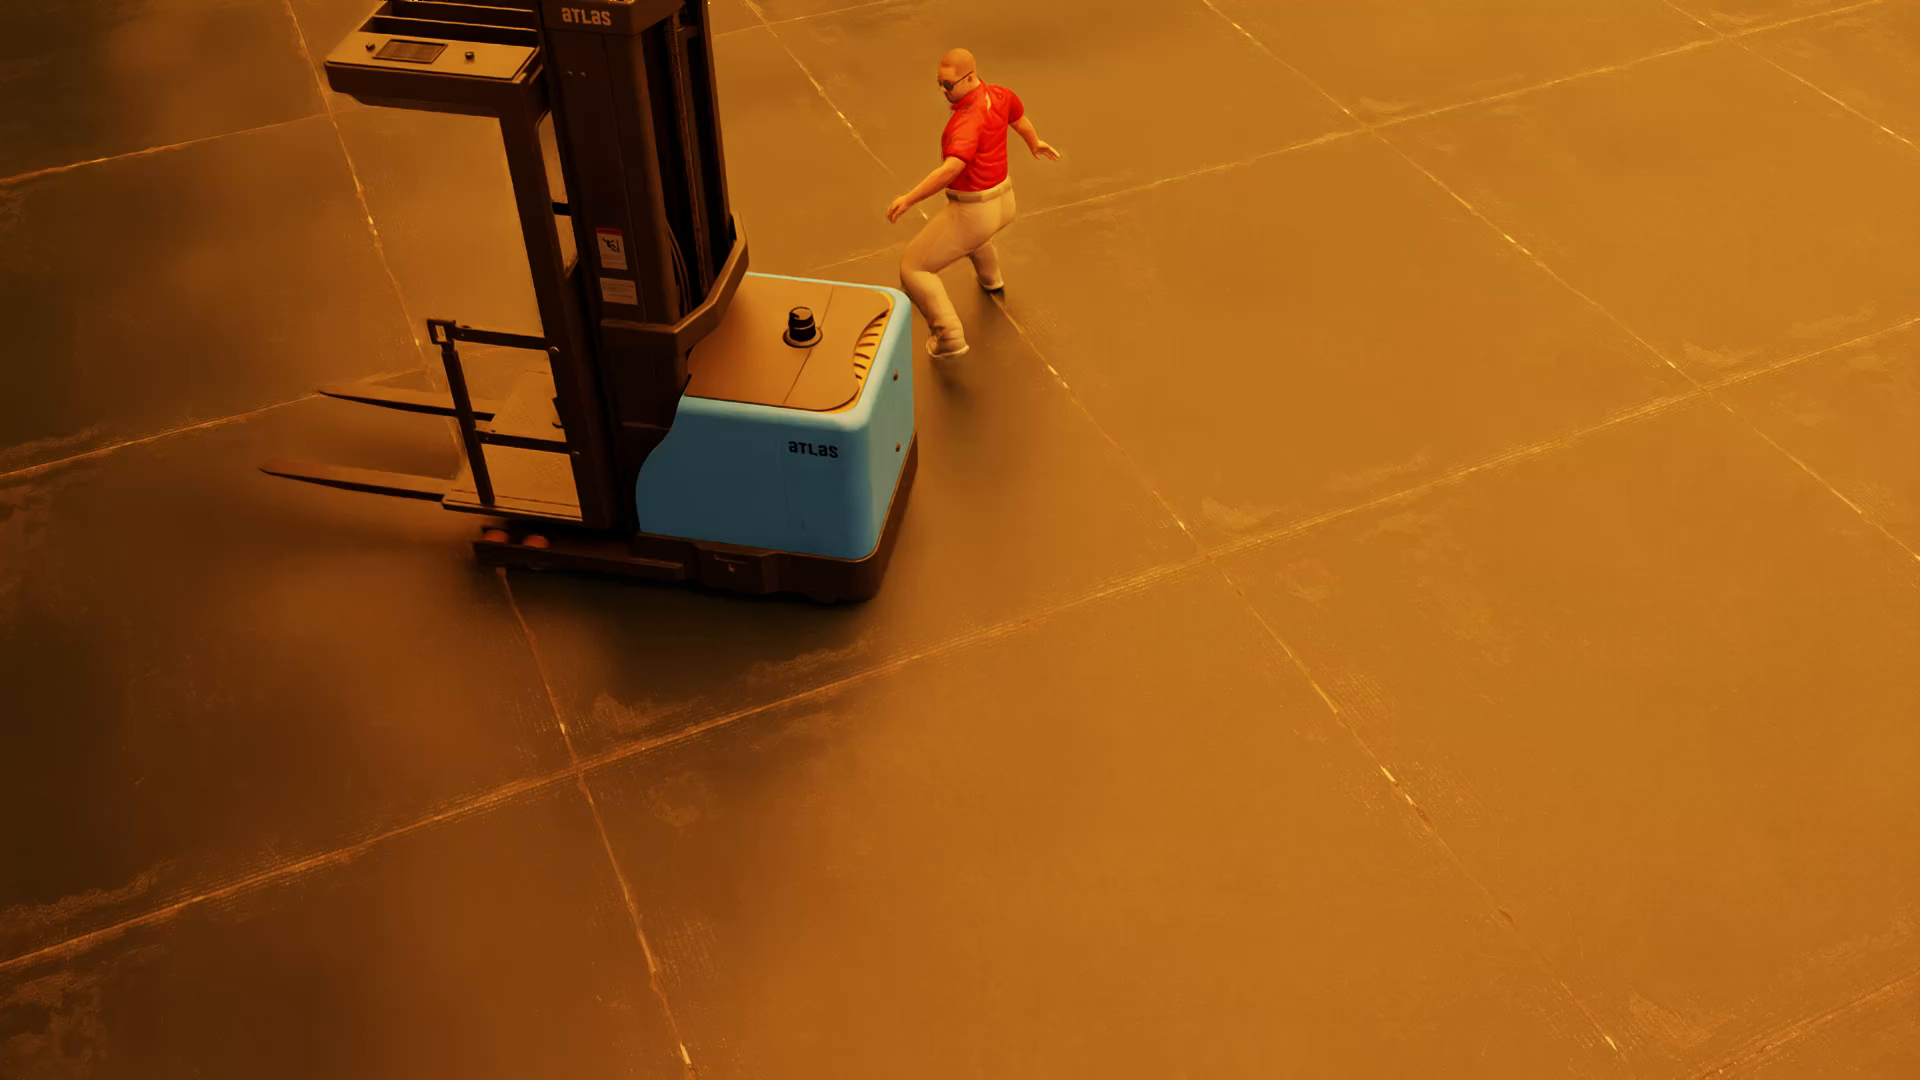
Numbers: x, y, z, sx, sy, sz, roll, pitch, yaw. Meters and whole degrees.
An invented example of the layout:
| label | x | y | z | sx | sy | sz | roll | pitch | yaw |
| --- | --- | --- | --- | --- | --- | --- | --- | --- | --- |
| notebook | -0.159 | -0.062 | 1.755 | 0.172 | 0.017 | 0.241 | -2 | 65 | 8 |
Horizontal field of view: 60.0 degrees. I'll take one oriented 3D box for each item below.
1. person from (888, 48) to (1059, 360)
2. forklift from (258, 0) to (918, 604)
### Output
| label | x | y | z | sx | sy | sz | roll | pitch | yaw |
| --- | --- | --- | --- | --- | --- | --- | --- | --- | --- |
| person | 0.075 | -1.784 | 8.652 | 0.508 | 1.643 | 1.189 | 22 | 47 | 21 |
| forklift | -1.774 | -1.280 | 7.051 | 3.031 | 2.935 | 1.130 | 7 | 44 | 8 |
